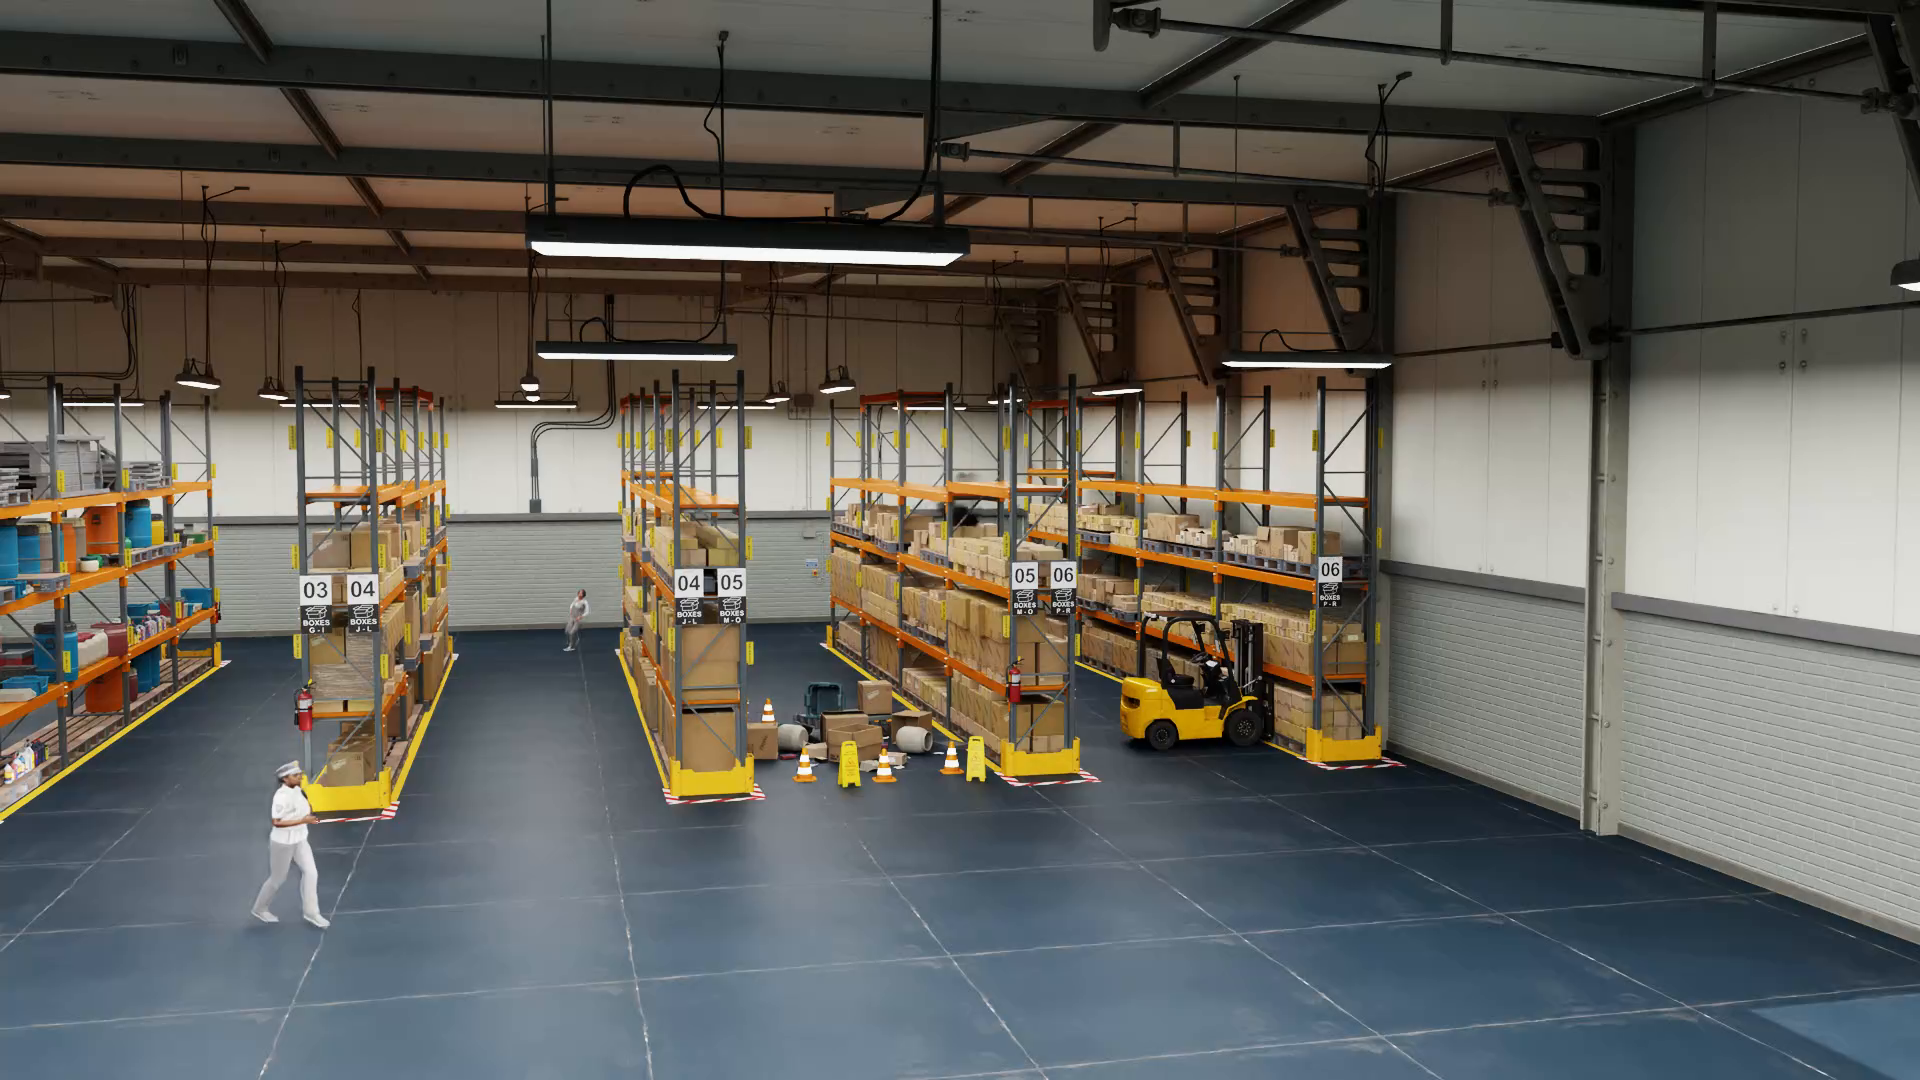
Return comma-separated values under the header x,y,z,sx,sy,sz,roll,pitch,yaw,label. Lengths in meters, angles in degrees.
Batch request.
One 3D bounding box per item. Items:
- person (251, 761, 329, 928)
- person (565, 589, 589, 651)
x,y,z,sx,sy,sz,roll,pitch,yaw,label
-6.890,3.120,17.082,0.803,1.719,0.577,1,3,10,person
-9.103,1.900,39.446,0.718,1.495,0.531,1,4,23,person
